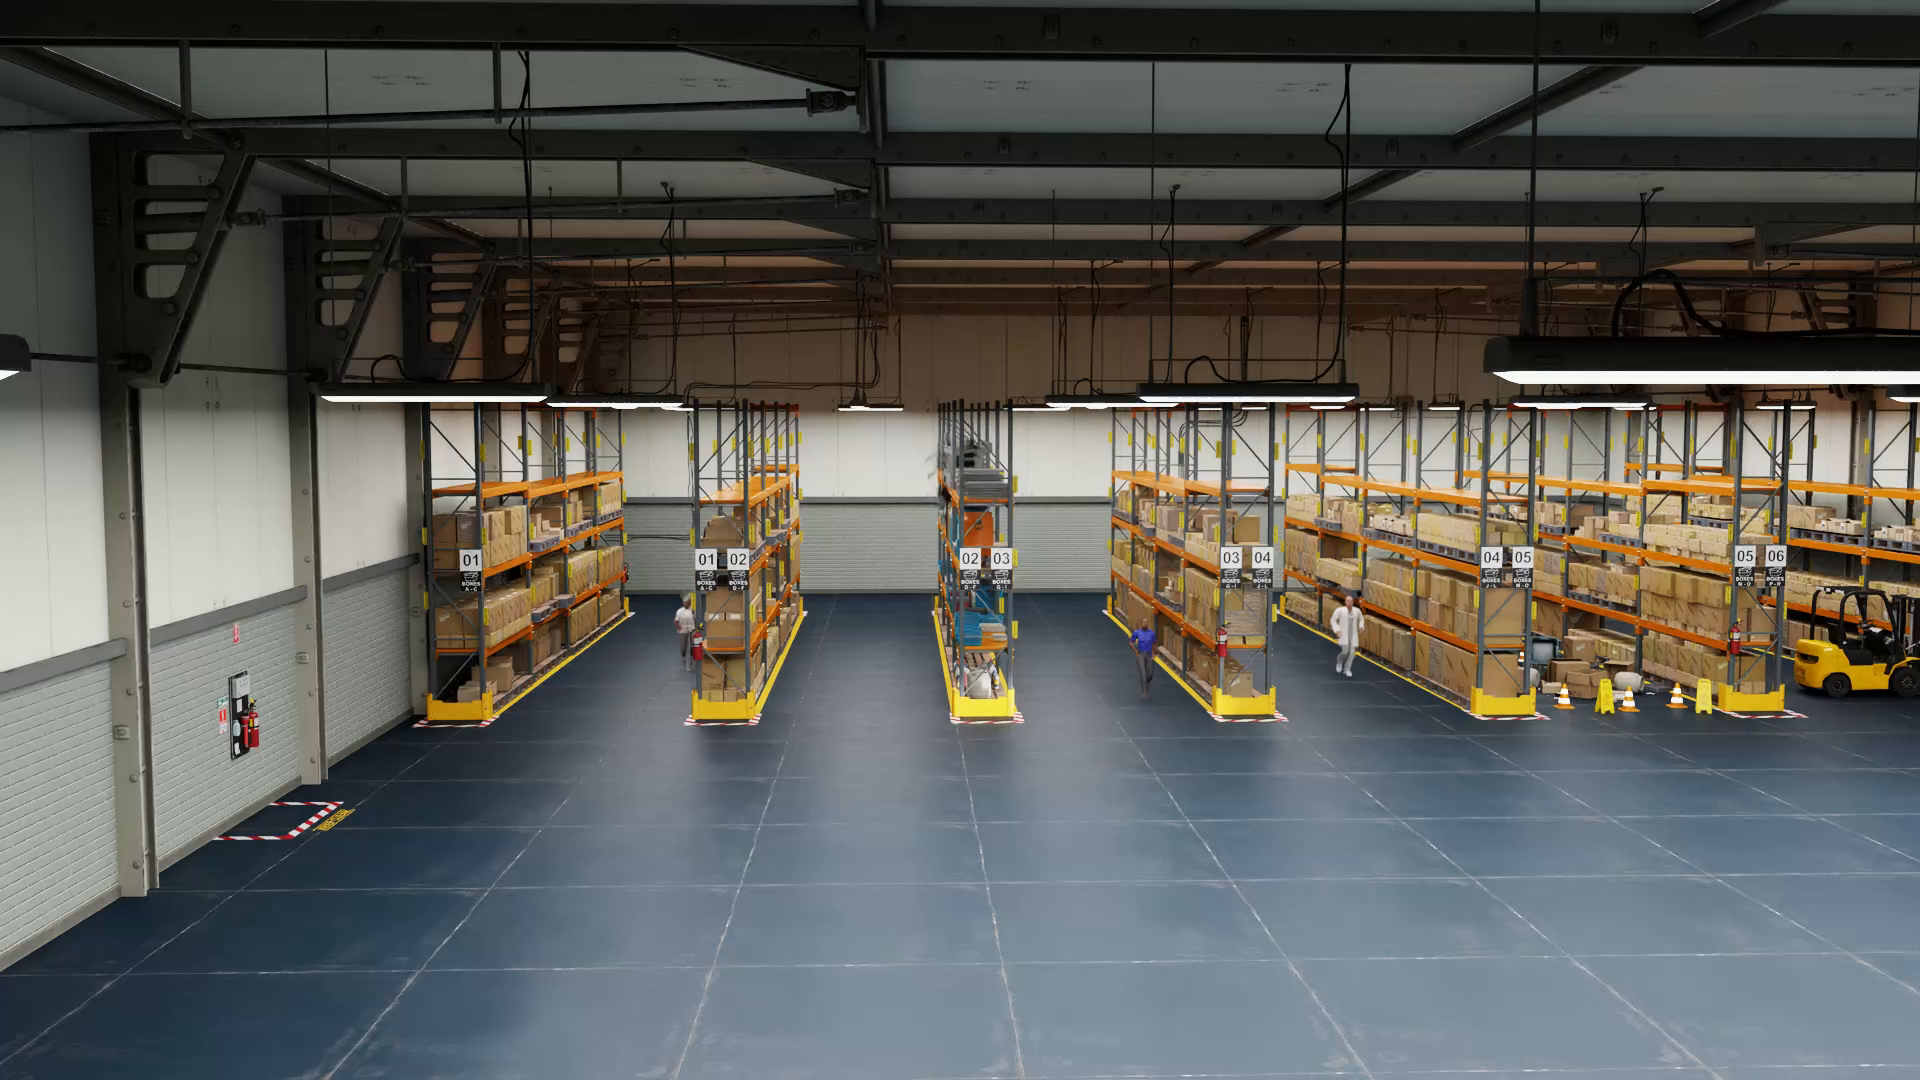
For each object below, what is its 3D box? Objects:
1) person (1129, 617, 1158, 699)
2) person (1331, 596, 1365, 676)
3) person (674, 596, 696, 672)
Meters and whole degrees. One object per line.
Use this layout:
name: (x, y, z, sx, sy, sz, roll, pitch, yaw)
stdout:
person: (3.705, 2.364, 33.592, 0.587, 1.626, 0.580, 0, 4, -6)
person: (8.501, 2.095, 36.366, 0.726, 1.747, 0.633, 0, 4, -5)
person: (-6.102, 2.074, 37.160, 0.556, 1.684, 0.782, -1, 4, -12)
